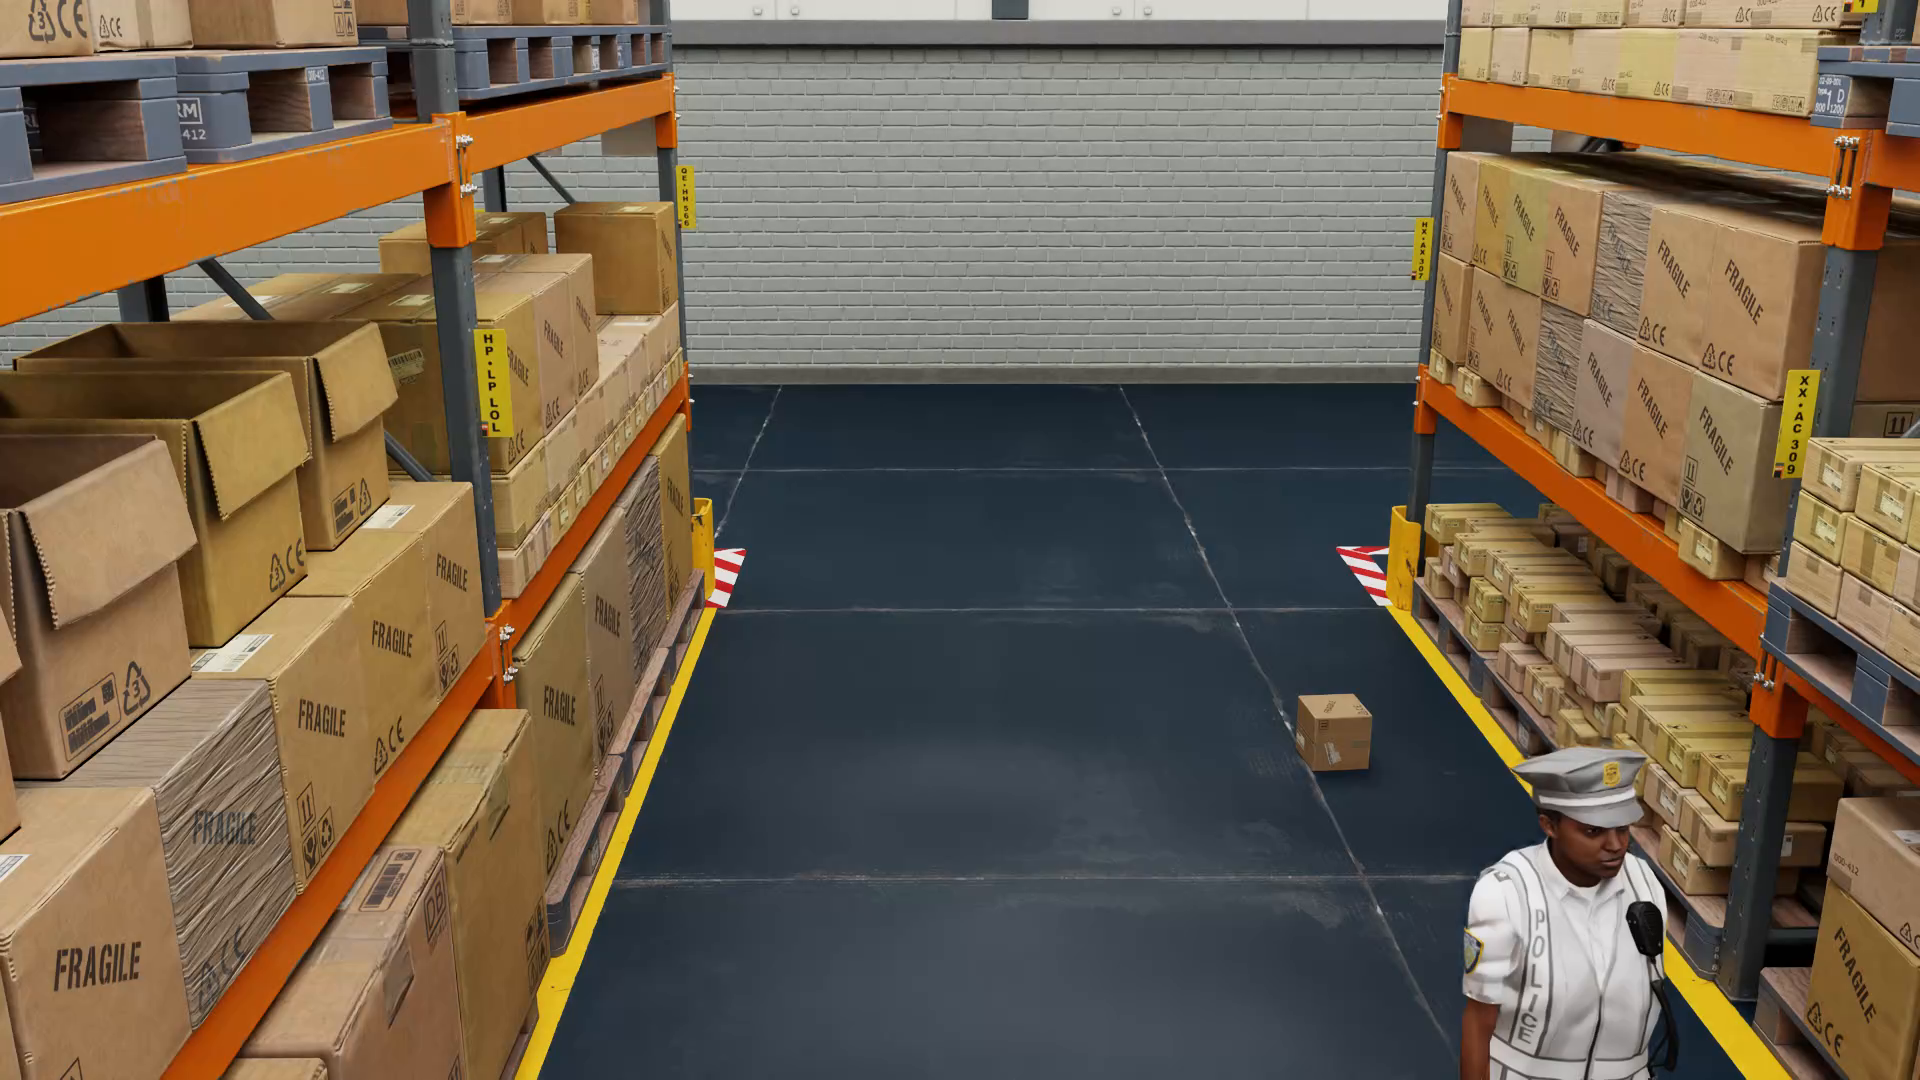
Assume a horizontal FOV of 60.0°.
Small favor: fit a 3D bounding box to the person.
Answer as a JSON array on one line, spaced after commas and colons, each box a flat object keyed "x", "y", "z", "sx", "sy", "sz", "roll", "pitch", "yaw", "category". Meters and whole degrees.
[{"x": 1.264, "y": 1.240, "z": 3.497, "sx": 0.456, "sy": 1.719, "sz": 0.465, "roll": -1, "pitch": 17, "yaw": -3, "category": "person"}]
